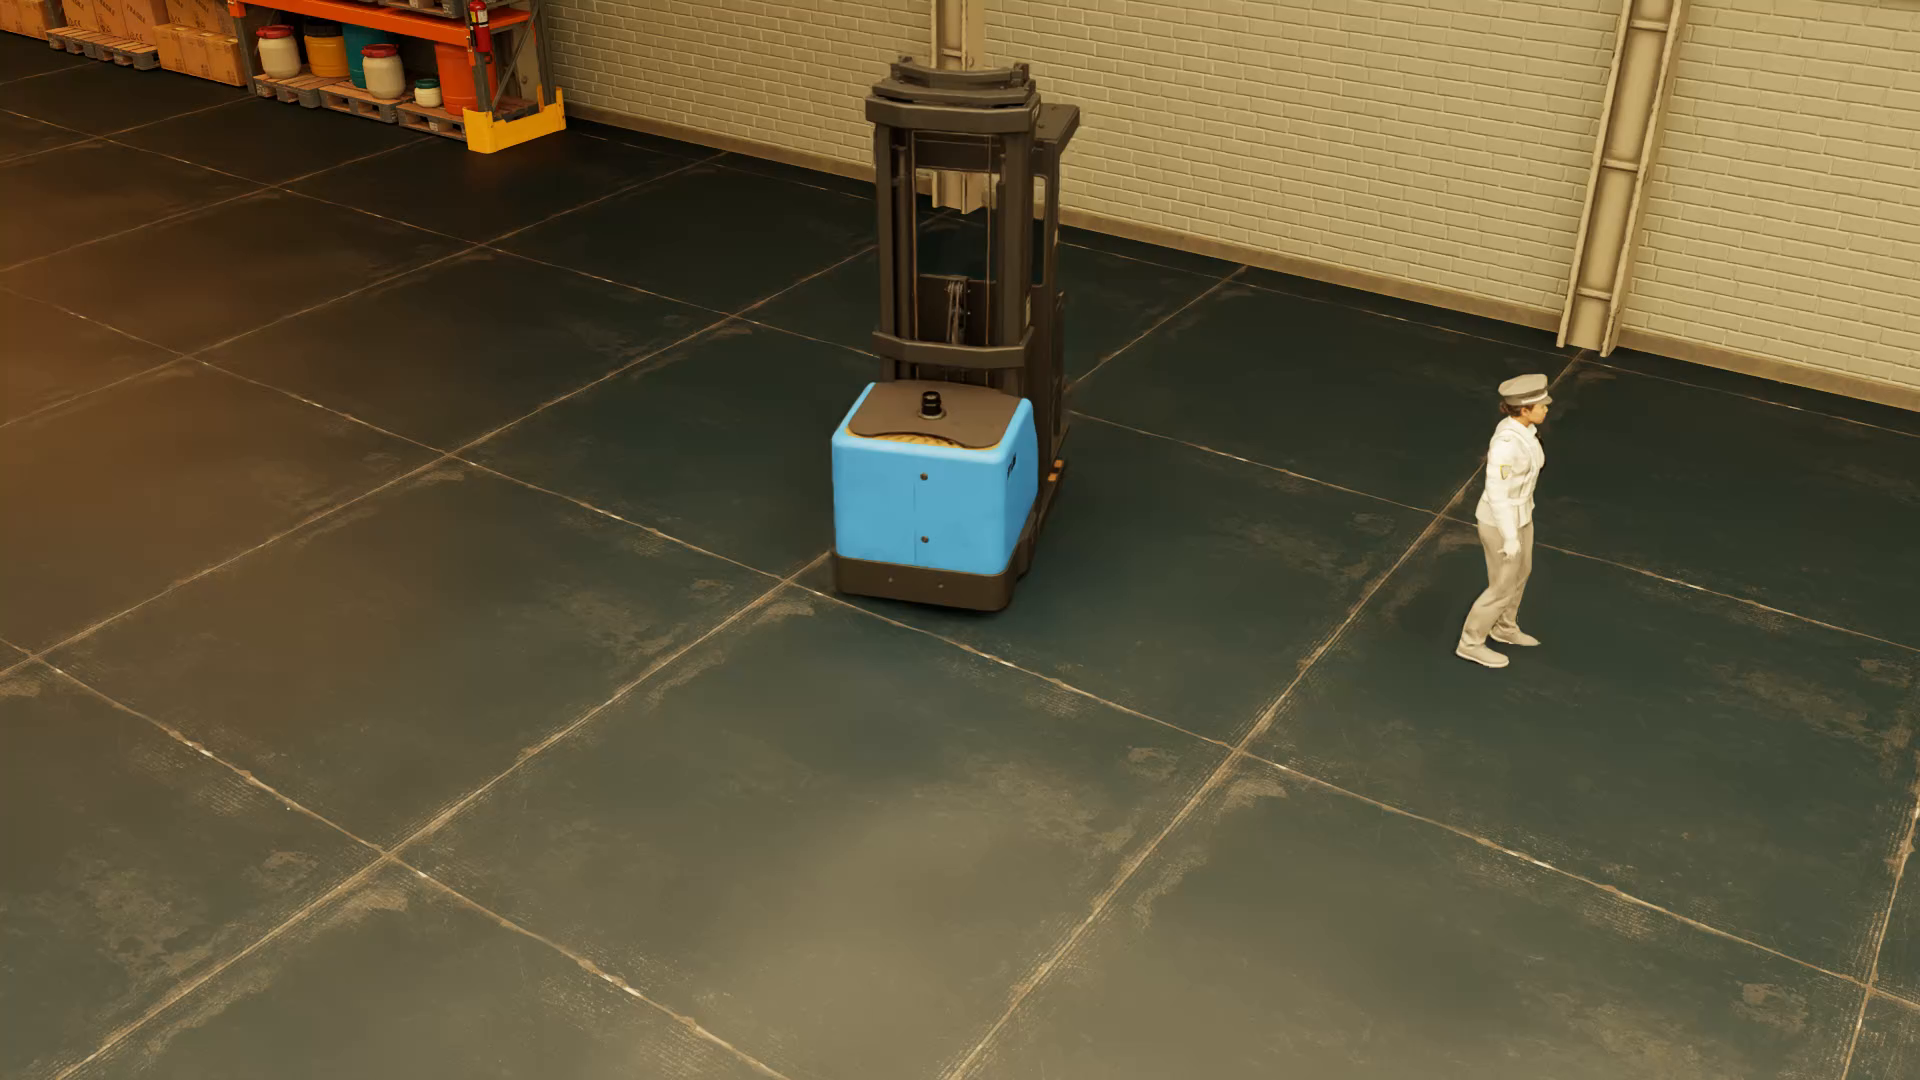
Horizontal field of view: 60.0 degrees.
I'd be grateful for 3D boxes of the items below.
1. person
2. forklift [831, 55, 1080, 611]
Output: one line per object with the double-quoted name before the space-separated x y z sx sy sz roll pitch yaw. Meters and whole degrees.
"person" 3.024 -0.085 9.008 0.455 1.715 0.566 13 33 21
"forklift" 0.096 -1.581 10.303 1.130 2.935 3.031 7 31 12
